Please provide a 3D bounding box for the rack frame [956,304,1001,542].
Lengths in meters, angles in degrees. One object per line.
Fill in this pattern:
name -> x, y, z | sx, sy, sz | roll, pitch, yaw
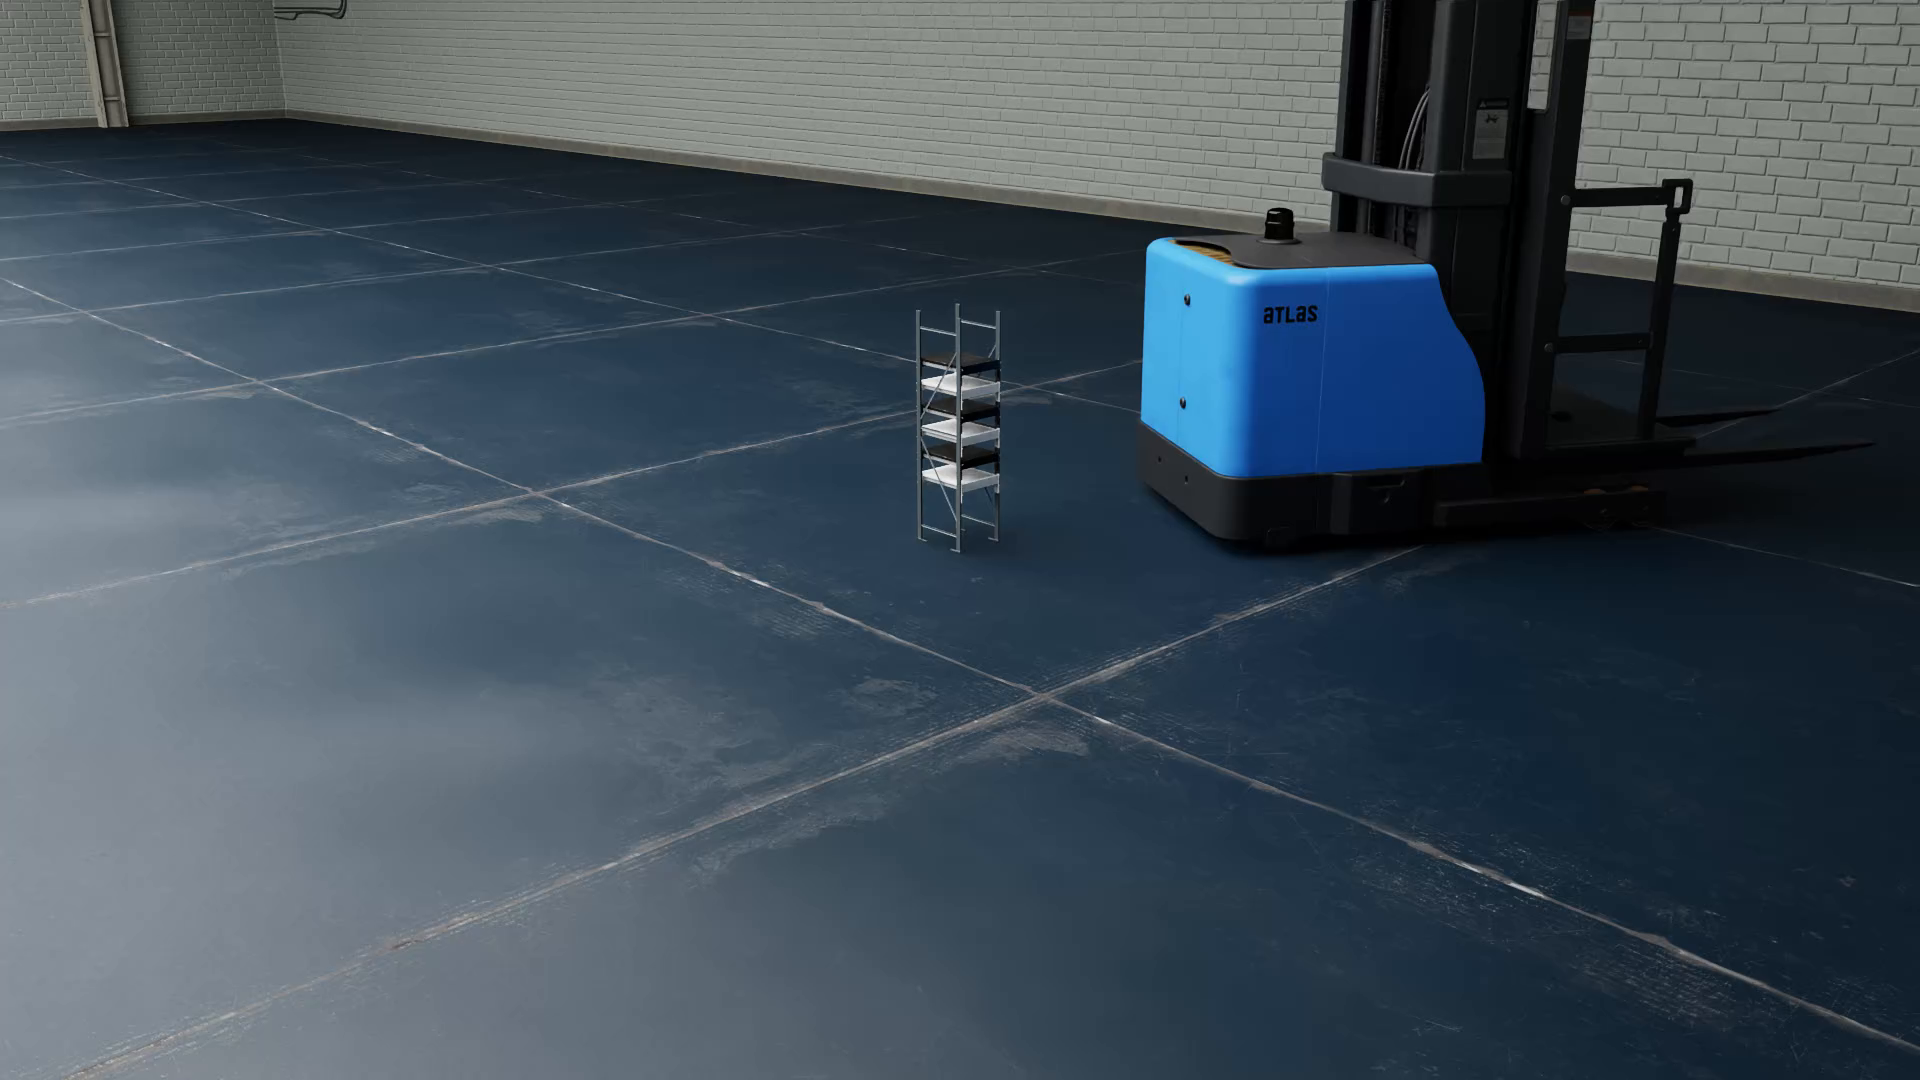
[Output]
rack frame -> 0.068, -0.448, 6.407 | 0.006, 0.900, 0.240 | -16, 24, -41

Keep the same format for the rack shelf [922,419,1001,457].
rack shelf -> -0.006, -0.395, 6.351 | 0.200, 0.077, 0.258 | -16, 24, -41

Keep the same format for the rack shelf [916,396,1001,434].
rack shelf -> -0.006, -0.480, 6.323 | 0.200, 0.077, 0.258 | -16, 24, -41

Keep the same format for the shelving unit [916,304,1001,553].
shelving unit -> -0.006, -0.426, 6.341 | 0.210, 0.900, 0.258 | -16, 24, -41

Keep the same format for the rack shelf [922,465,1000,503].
rack shelf -> -0.006, -0.223, 6.406 | 0.200, 0.077, 0.258 | -16, 24, -41

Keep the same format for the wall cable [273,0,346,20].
wall cable -> -11.114, -10.053, 27.935 | 0.112, 2.526, 3.097 | -16, 24, -41

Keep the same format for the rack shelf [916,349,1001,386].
rack shelf -> -0.006, -0.651, 6.268 | 0.200, 0.077, 0.258 | -16, 24, -41

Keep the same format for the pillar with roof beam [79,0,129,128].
pillar with roof beam -> -11.205, -10.237, 23.469 | 0.400, 9.000, 9.100 | -16, 24, -41

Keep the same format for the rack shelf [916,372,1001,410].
rack shelf -> -0.006, -0.566, 6.295 | 0.200, 0.077, 0.258 | -16, 24, -41

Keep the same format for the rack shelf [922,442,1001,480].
rack shelf -> -0.006, -0.309, 6.379 | 0.200, 0.077, 0.258 | -16, 24, -41

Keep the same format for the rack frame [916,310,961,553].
rack frame -> -0.080, -0.405, 6.274 | 0.006, 0.900, 0.240 | -16, 24, -41

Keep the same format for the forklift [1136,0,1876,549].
forklift -> 2.326, -1.584, 6.617 | 3.031, 2.935, 1.130 | -4, 18, -13
